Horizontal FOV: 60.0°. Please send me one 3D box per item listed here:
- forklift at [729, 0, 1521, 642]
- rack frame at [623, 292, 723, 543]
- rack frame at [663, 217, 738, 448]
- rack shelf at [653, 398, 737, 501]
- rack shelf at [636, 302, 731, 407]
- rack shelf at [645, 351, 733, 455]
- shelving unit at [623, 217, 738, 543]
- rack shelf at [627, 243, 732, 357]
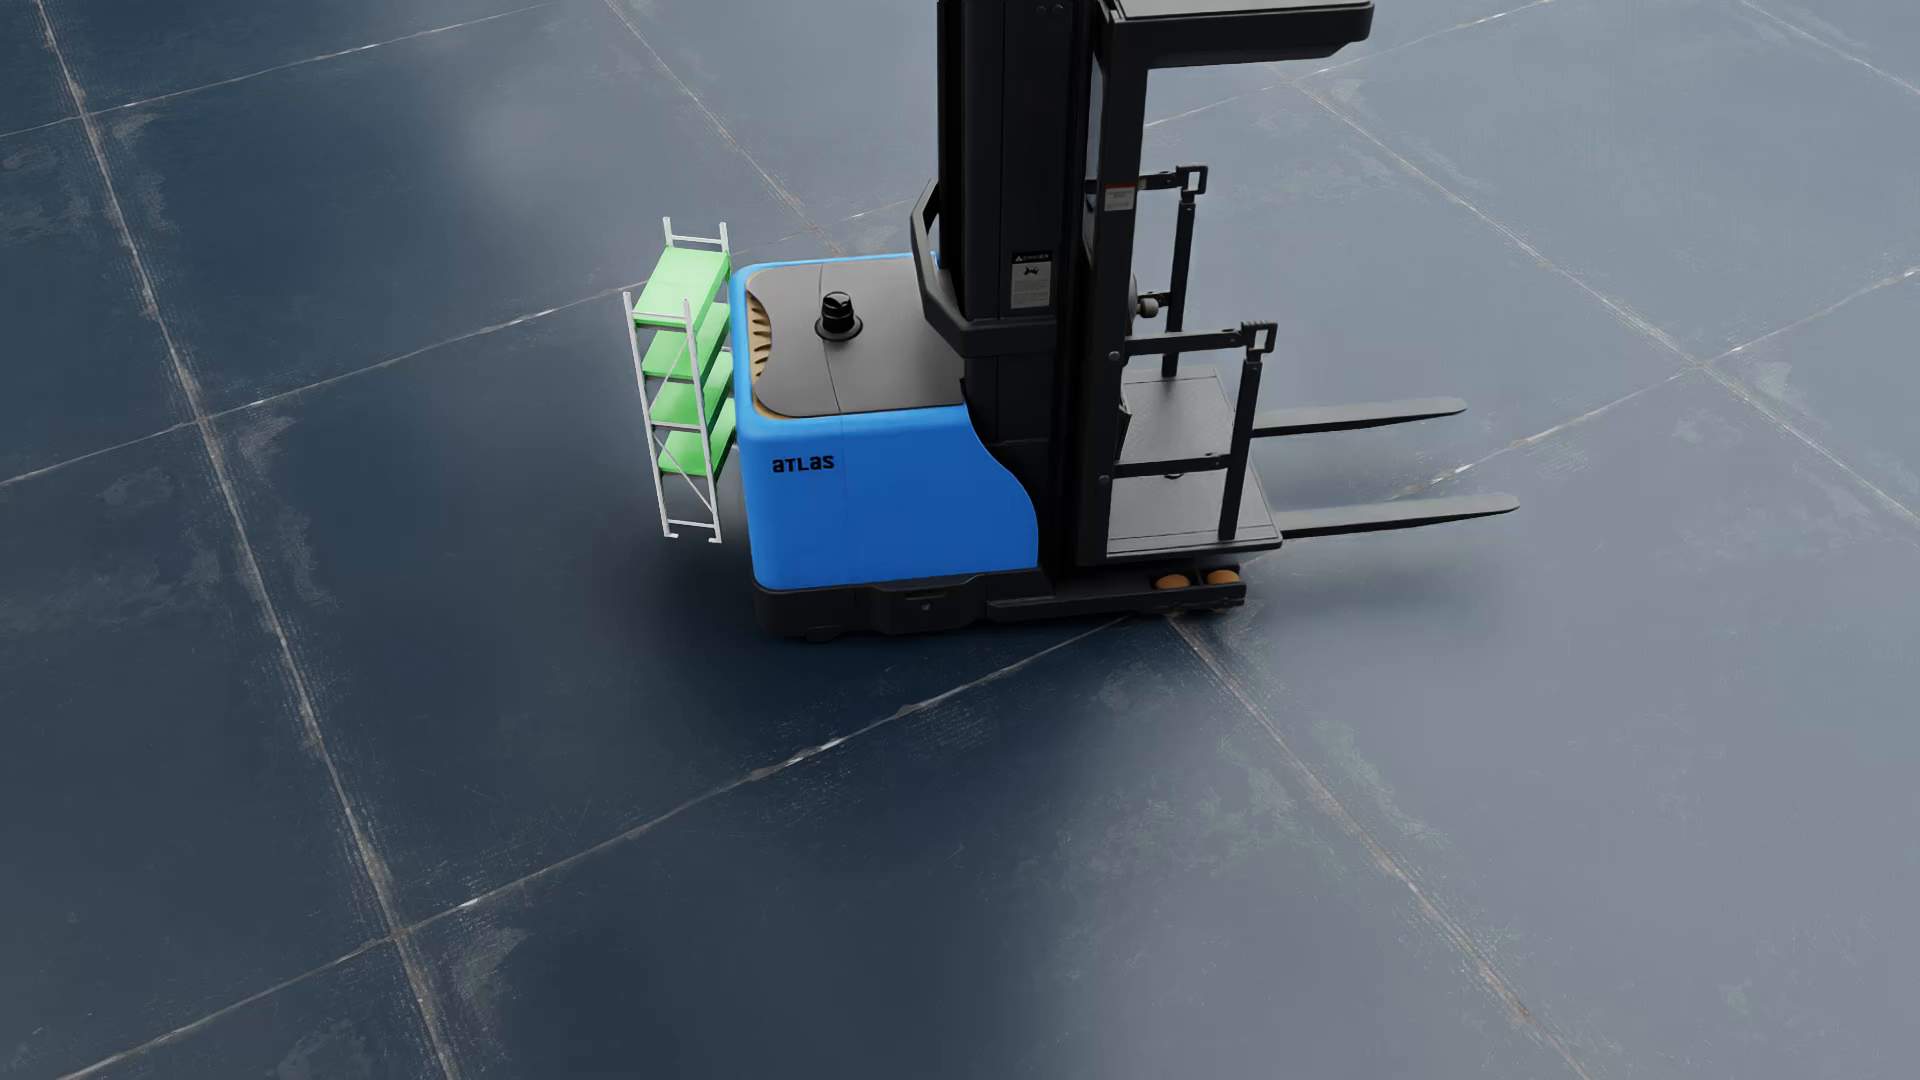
[{"bbox_3d":[0.672,-1.120,5.800,3.031,2.935,1.130,-5,44,-5],"label":"forklift"},{"bbox_3d":[-1.083,-0.437,6.338,0.240,1.200,0.015,7,45,7],"label":"rack frame"},{"bbox_3d":[-1.001,-0.772,6.684,0.240,1.200,0.015,7,45,7],"label":"rack frame"},{"bbox_3d":[-1.042,-0.386,6.723,0.258,0.148,0.480,7,45,7],"label":"rack shelf"},{"bbox_3d":[-1.042,-0.731,6.388,0.258,0.148,0.480,7,45,7],"label":"rack shelf"},{"bbox_3d":[-1.042,-0.558,6.556,0.258,0.148,0.480,7,45,7],"label":"rack shelf"},{"bbox_3d":[-1.042,-0.604,6.511,0.258,1.200,0.503,7,45,7],"label":"shelving unit"},{"bbox_3d":[-1.042,-0.903,6.221,0.258,0.148,0.480,7,45,7],"label":"rack shelf"}]
